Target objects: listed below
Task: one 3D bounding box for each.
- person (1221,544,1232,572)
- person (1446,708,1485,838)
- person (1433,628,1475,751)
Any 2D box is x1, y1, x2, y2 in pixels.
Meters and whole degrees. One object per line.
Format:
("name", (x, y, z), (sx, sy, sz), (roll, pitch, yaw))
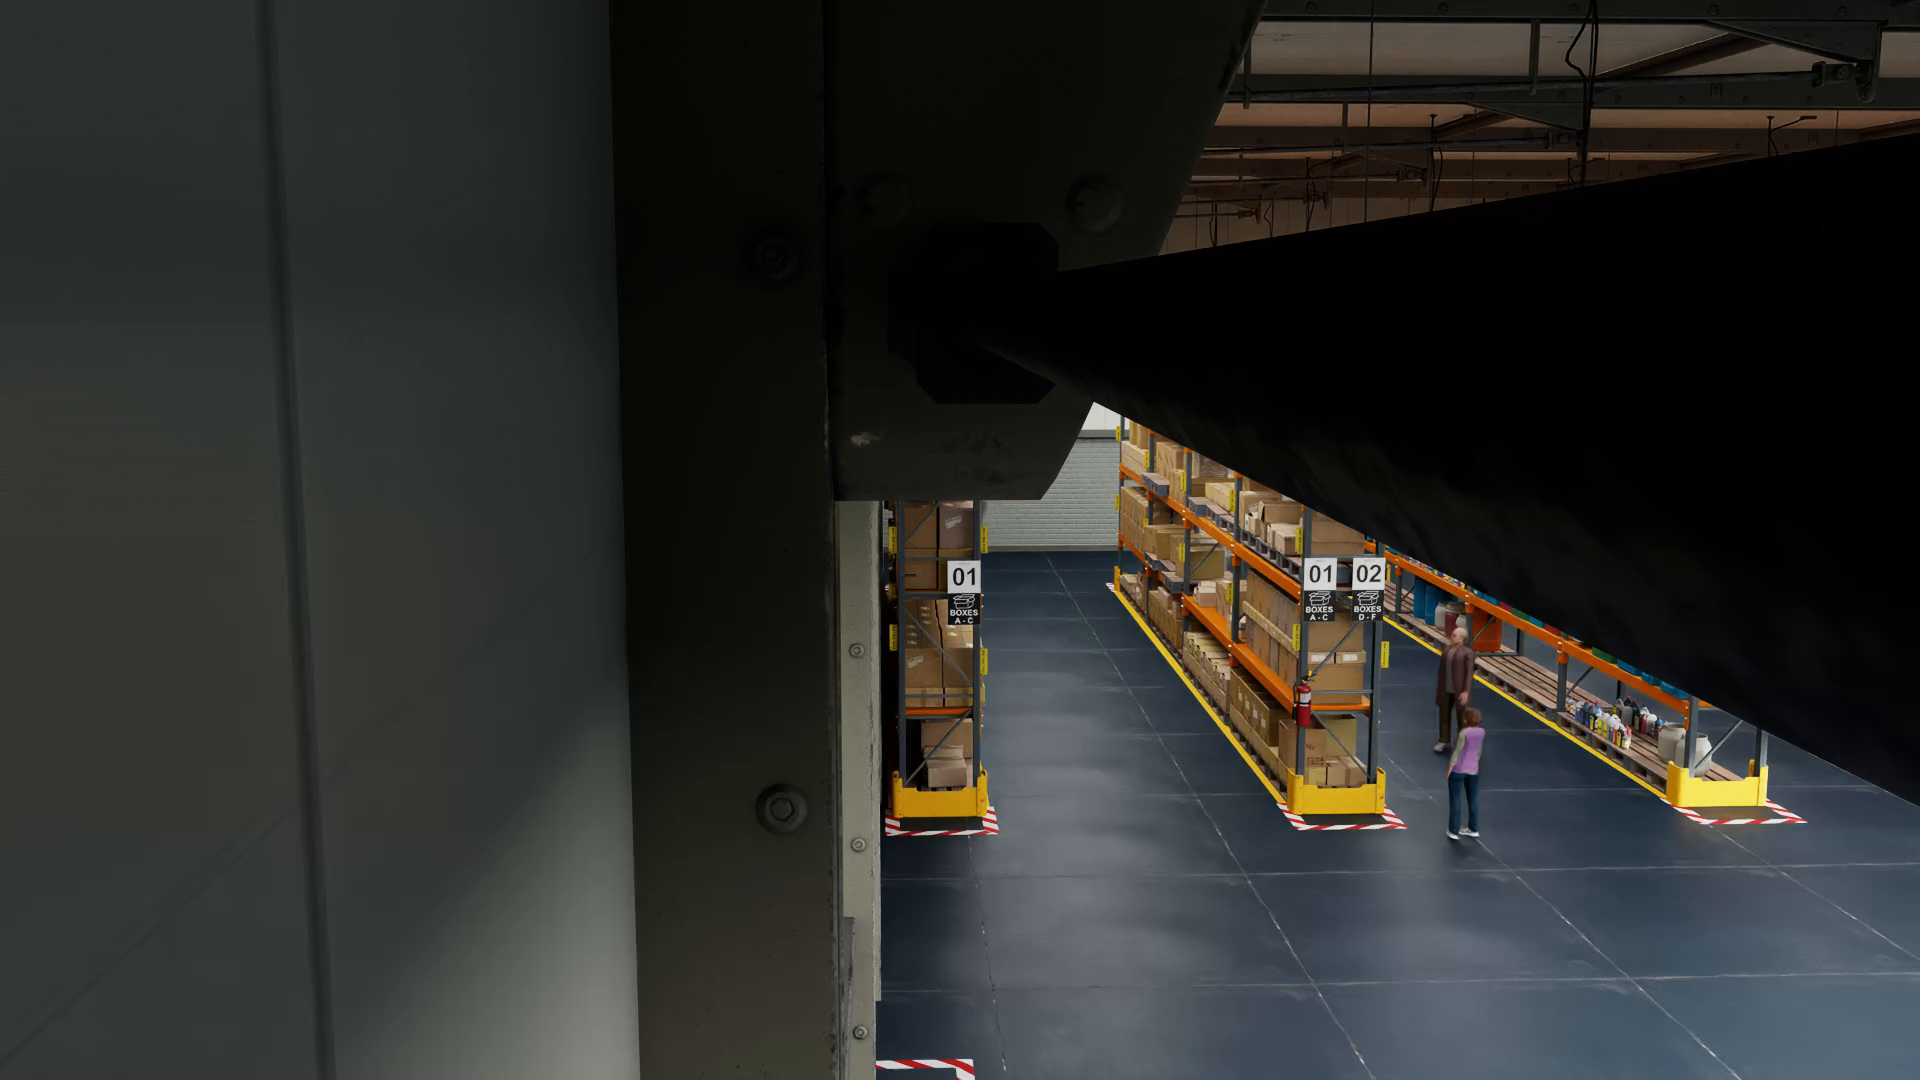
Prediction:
("person", (6.141, 0.021, 37.852), (0.581, 1.769, 0.628), (-4, 9, -25))
("person", (5.940, 2.744, 19.601), (0.437, 1.606, 0.392), (-1, 8, -6))
("person", (6.930, 2.213, 23.313), (0.595, 1.577, 0.418), (7, 11, 40))
